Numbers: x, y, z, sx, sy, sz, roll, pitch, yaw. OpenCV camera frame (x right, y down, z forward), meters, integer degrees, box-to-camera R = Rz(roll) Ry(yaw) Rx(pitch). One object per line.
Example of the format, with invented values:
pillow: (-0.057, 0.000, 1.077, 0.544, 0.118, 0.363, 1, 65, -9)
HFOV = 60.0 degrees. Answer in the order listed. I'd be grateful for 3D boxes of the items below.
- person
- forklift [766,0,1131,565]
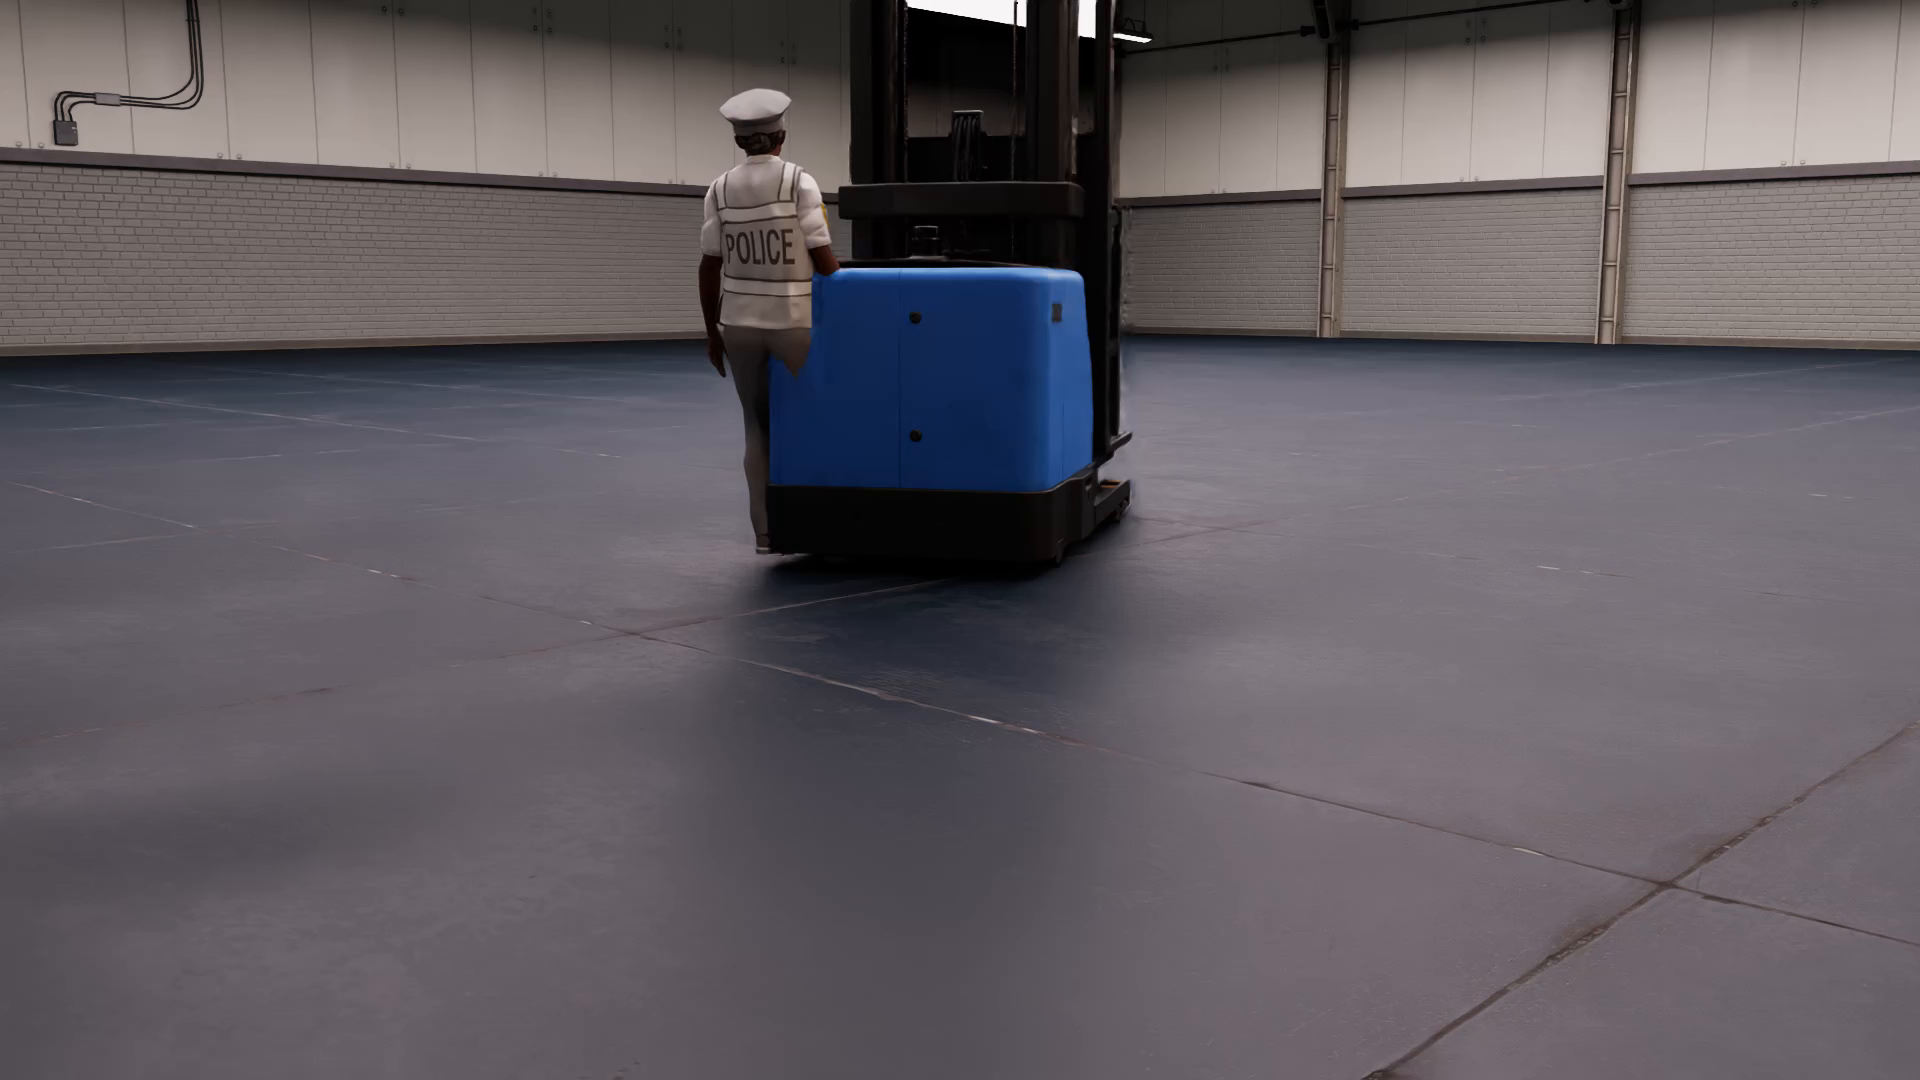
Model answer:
person: (-0.634, -0.752, 5.987, 0.567, 1.696, 0.512, 2, 9, 12)
forklift: (0.142, -1.538, 7.086, 1.130, 2.935, 3.031, 2, 9, 13)
